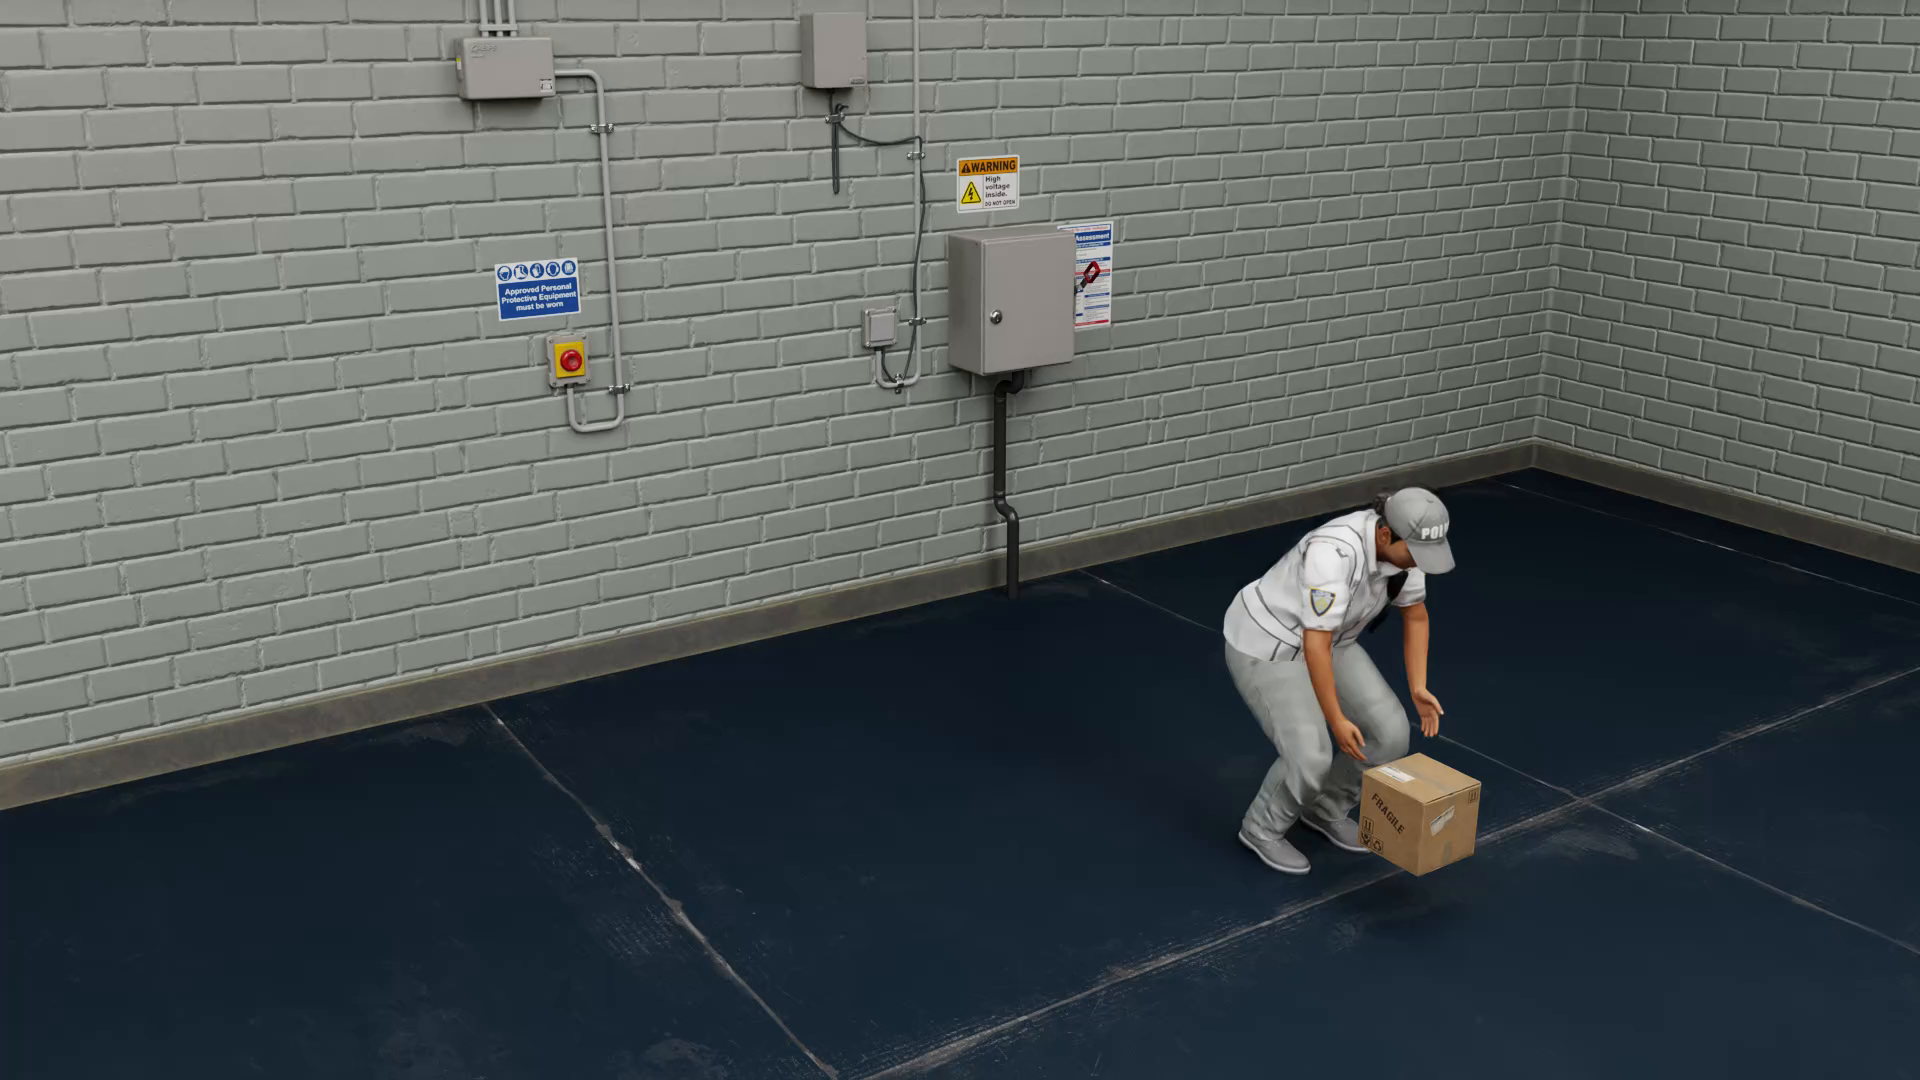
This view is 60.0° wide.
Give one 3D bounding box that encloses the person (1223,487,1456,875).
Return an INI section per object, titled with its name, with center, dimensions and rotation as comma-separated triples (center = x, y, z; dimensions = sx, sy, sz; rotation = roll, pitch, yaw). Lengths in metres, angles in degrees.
[person]
center = 1.223, 0.413, 5.358
dimensions = 0.538, 1.324, 0.758
rotation = -12, 21, -31
